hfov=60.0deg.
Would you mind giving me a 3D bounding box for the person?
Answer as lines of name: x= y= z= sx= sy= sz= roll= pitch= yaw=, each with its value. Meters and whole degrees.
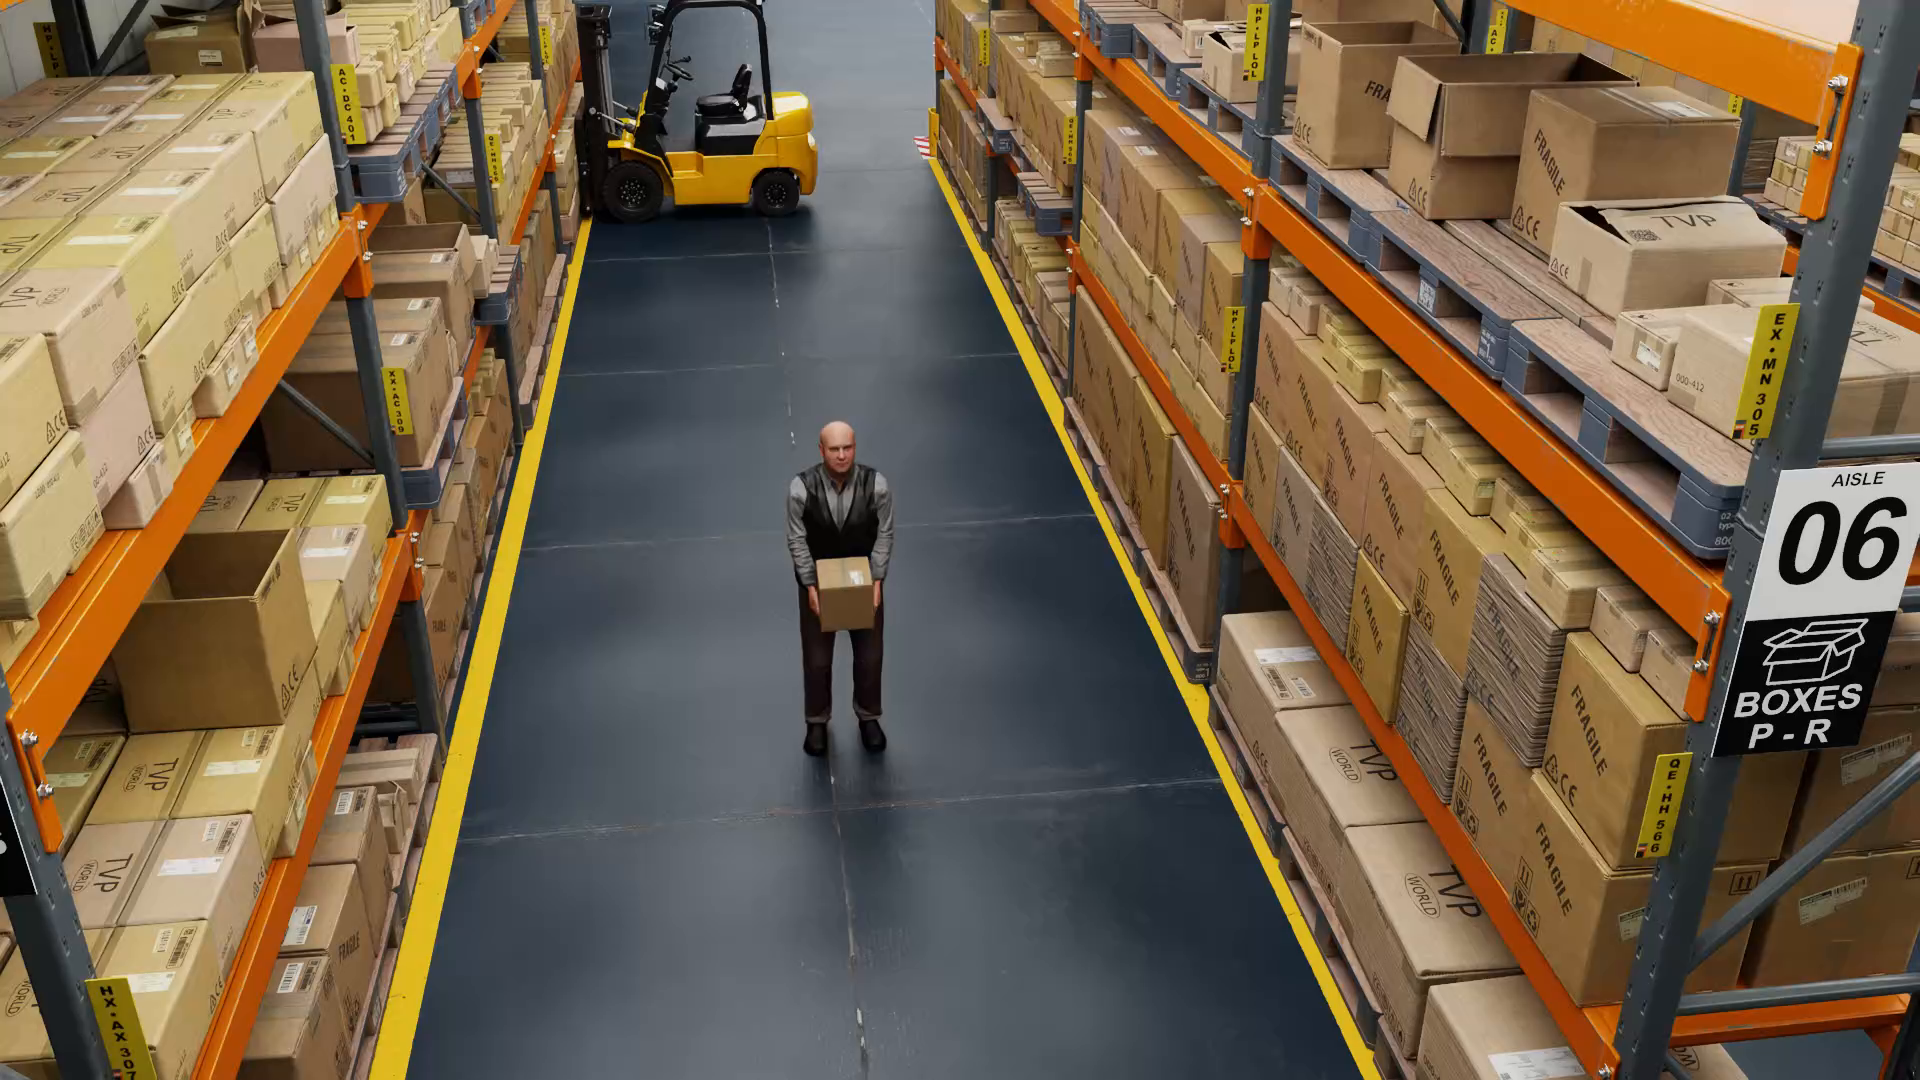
person: x=-0.567 y=0.269 z=8.112 sx=0.521 sy=1.726 sz=0.520 roll=-4 pitch=27 yaw=-7
